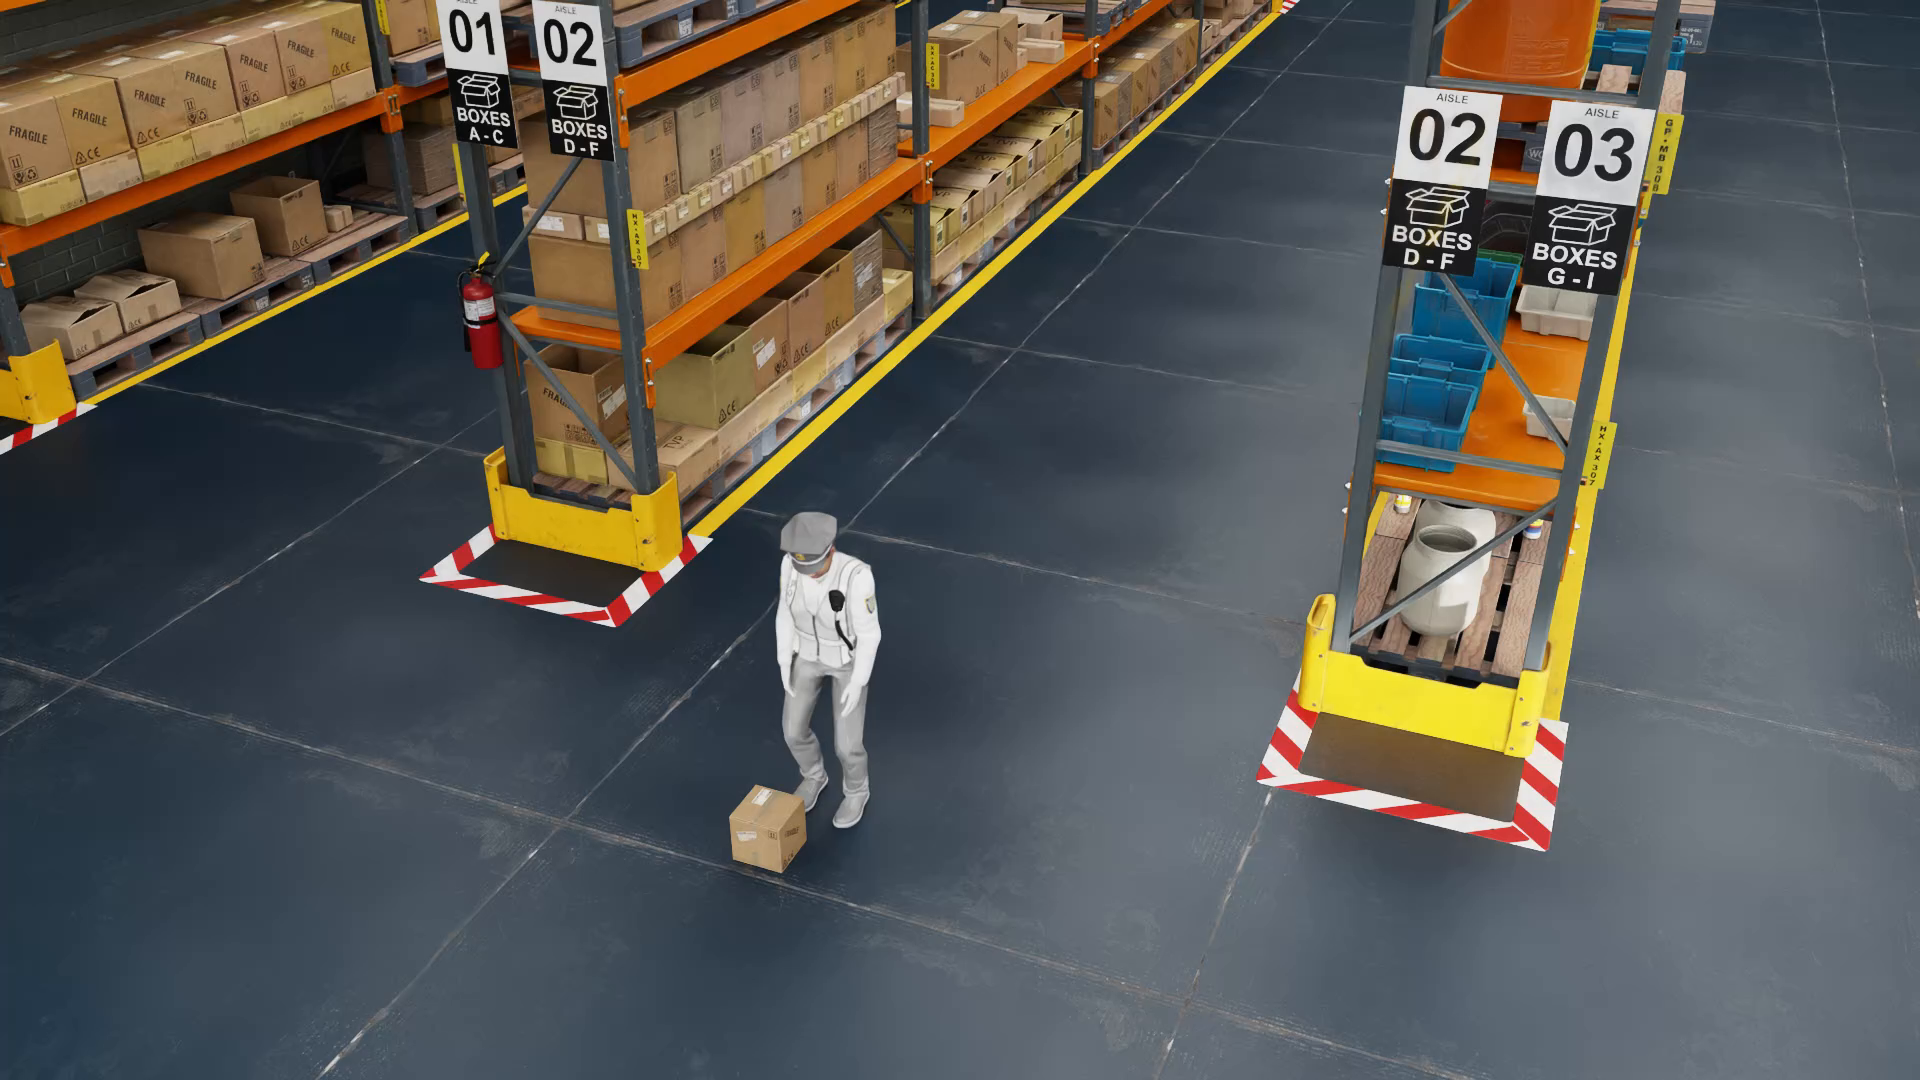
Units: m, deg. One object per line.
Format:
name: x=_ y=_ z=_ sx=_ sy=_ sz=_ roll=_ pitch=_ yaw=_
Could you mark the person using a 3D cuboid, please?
person: x=-0.589 y=0.573 z=7.465 sx=0.508 sy=1.605 sz=0.485 roll=12 pitch=32 yaw=20
